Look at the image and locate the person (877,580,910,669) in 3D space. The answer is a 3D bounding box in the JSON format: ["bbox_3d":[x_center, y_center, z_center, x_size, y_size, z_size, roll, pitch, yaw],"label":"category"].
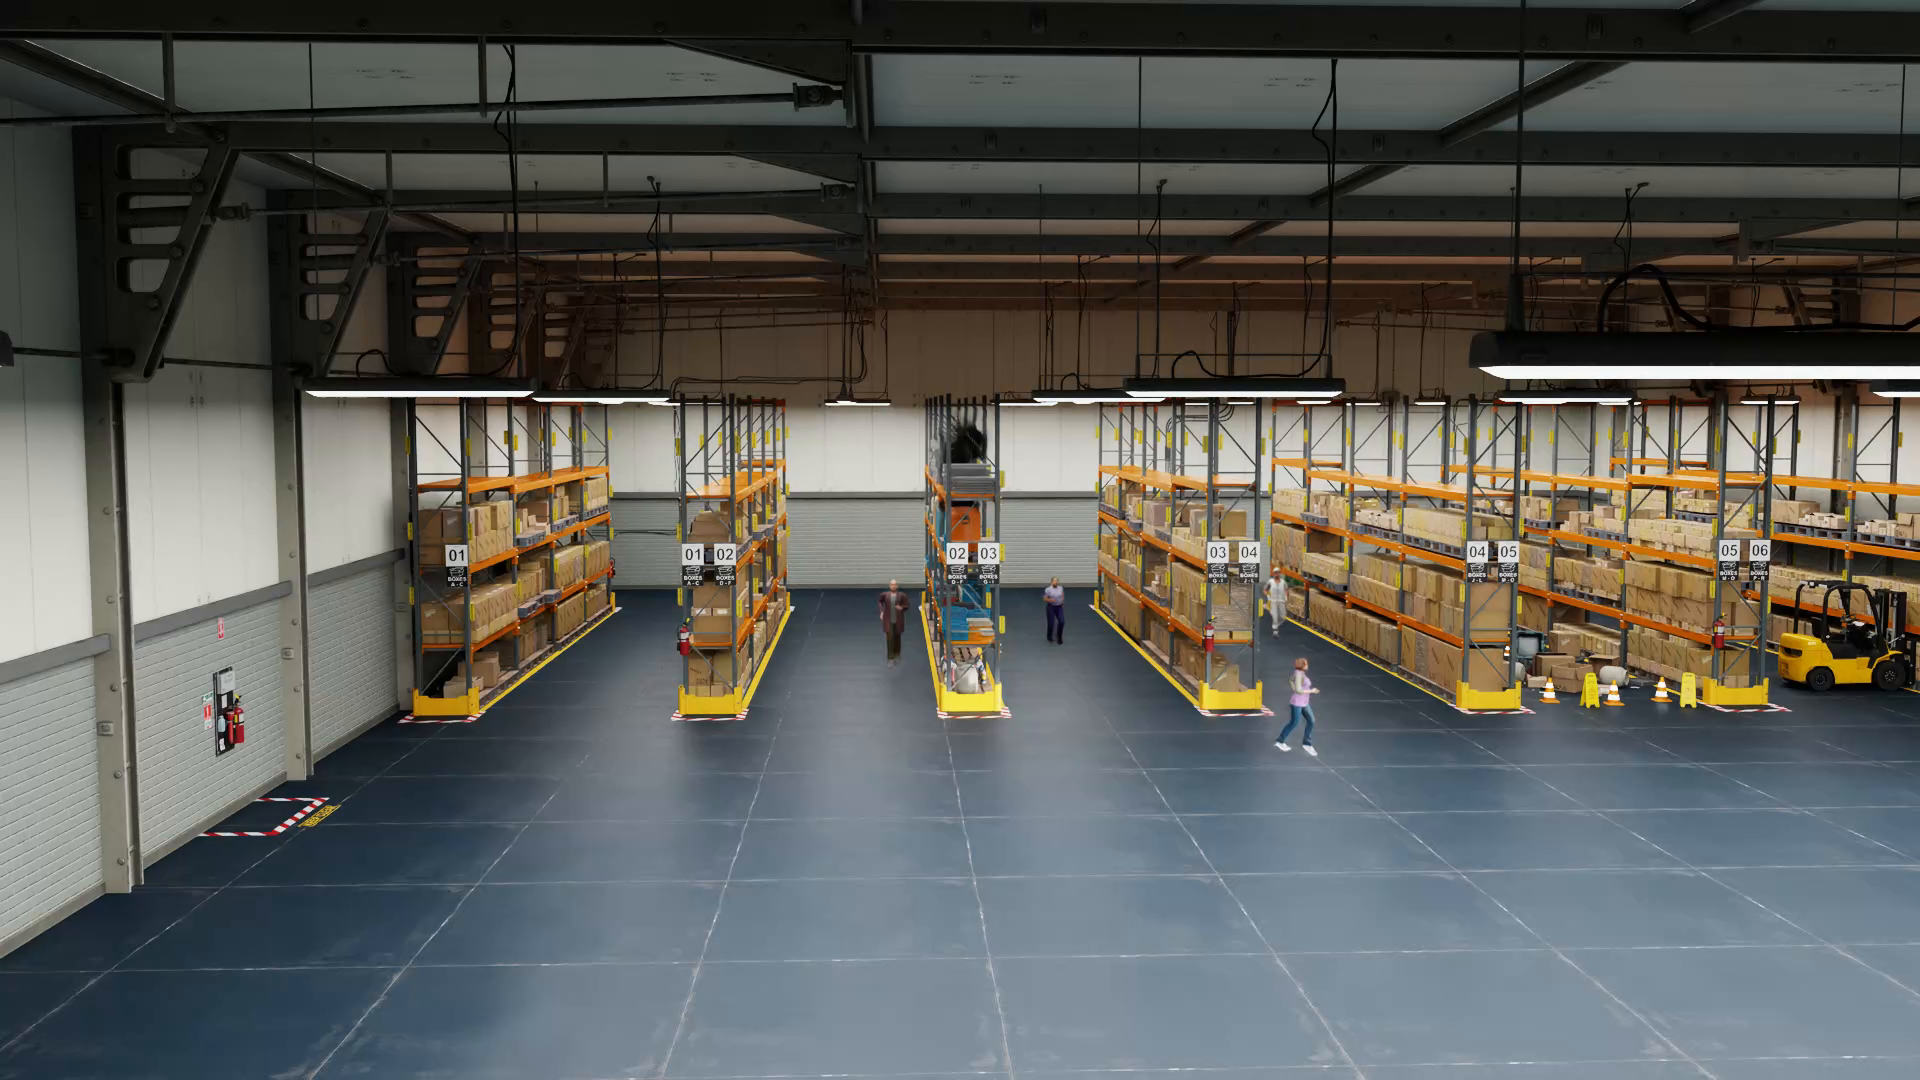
[{"bbox_3d":[-1.406,1.754,35.216,0.694,1.838,0.834,0,5,-1],"label":"person"}]

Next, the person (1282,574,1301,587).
[{"bbox_3d":[9.741,0.973,48.772,0.876,1.844,0.643,-1,5,-14],"label":"person"}]

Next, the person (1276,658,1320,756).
[{"bbox_3d":[5.587,2.749,27.476,0.729,1.637,0.525,2,5,28],"label":"person"}]

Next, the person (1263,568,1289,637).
[{"bbox_3d":[7.931,1.561,41.695,0.654,1.737,0.622,0,5,0],"label":"person"}]

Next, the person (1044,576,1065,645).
[{"bbox_3d":[2.310,1.733,40.478,0.561,1.675,0.733,-1,5,-9],"label":"person"}]
